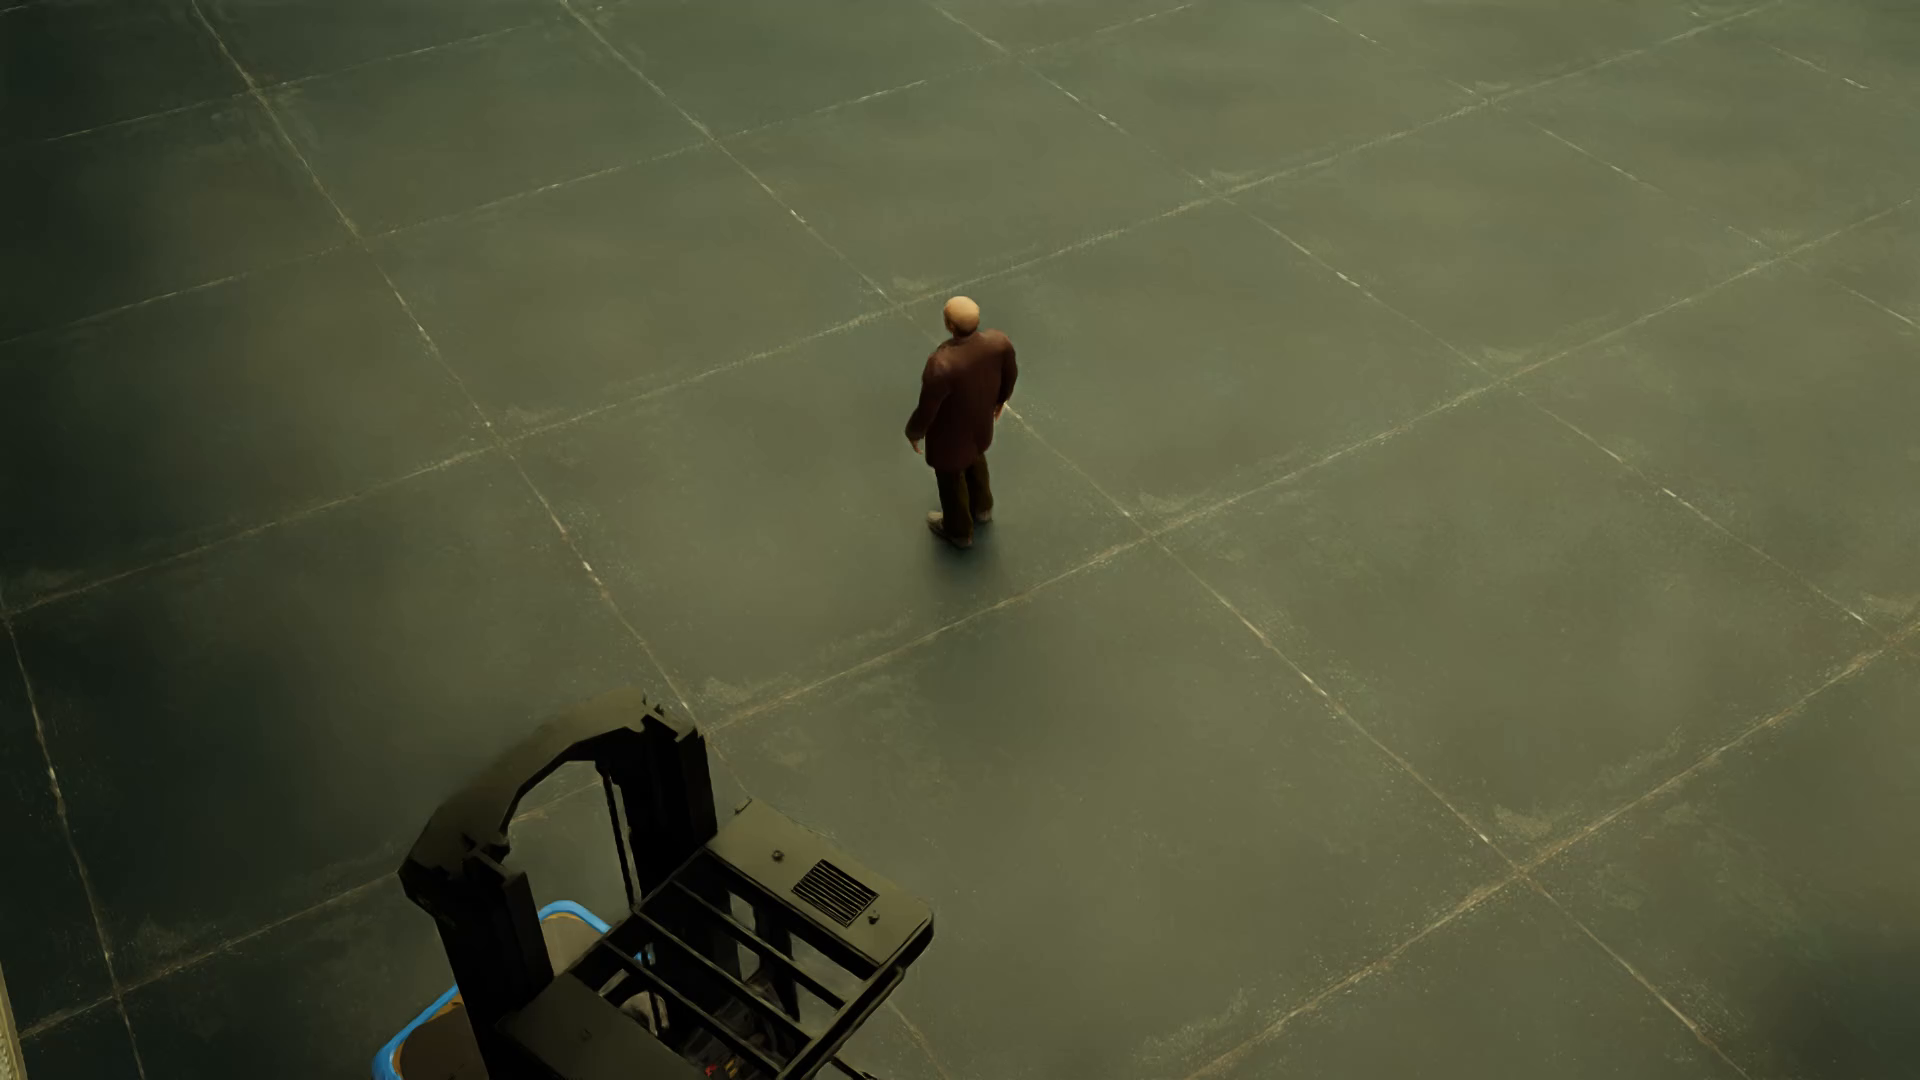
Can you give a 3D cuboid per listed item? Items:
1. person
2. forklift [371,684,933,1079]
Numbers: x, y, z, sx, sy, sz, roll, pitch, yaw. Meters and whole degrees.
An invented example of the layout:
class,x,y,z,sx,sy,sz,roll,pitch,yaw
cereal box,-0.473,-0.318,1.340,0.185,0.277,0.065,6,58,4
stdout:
class,x,y,z,sx,sy,sz,roll,pitch,yaw
person,-0.044,-0.727,9.566,0.694,1.775,0.586,-23,46,-24
forklift,-0.758,1.996,5.587,3.031,2.935,1.130,27,48,27
